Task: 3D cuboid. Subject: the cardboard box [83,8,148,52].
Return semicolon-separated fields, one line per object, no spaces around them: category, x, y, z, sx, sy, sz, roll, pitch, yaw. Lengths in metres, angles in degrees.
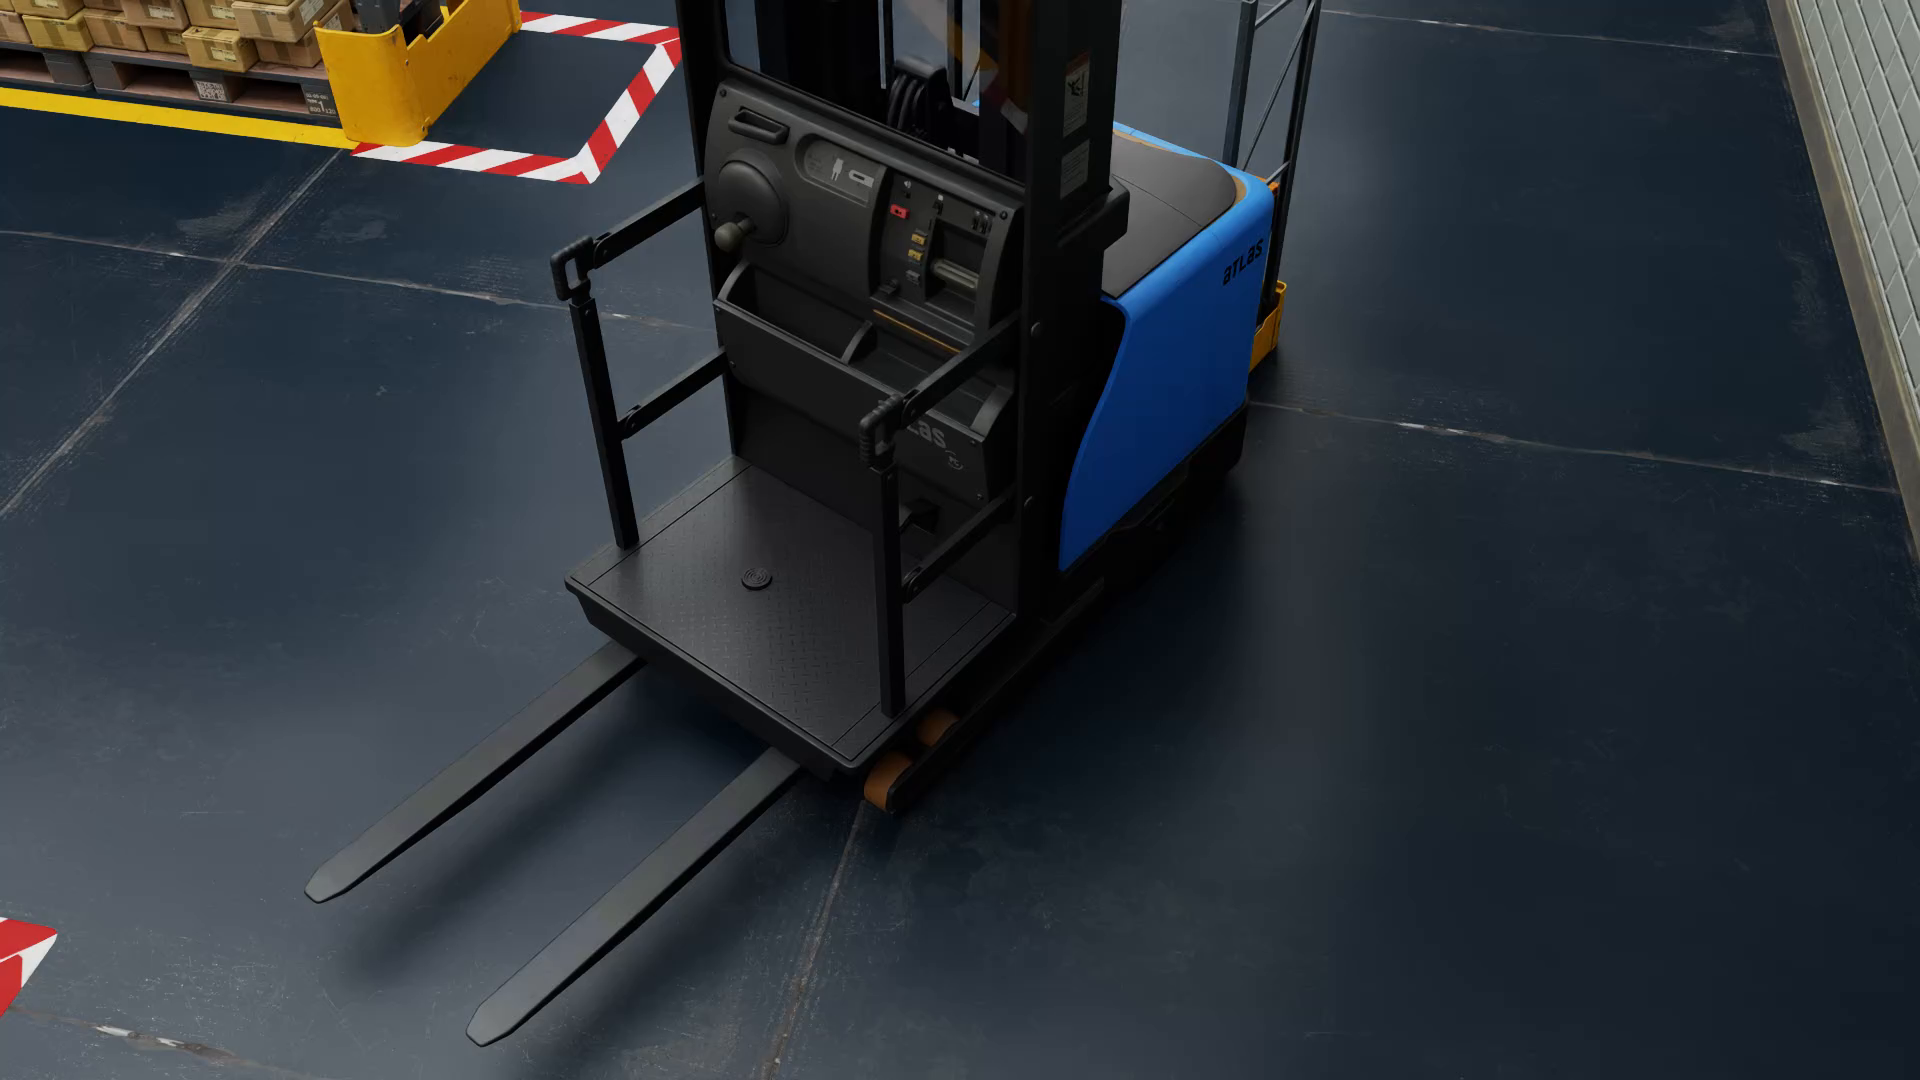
cardboard box;-3.559;-2.285;7.214;0.250;0.149;0.380;9;45;9

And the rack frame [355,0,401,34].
rack frame;-2.244;-3.125;6.334;0.127;3.000;1.000;9;45;9

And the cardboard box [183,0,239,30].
cardboard box;-3.065;-2.319;7.035;0.250;0.149;0.380;8;44;8

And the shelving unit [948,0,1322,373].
shelving unit;0.540;-1.306;5.525;1.083;1.500;0.587;26;50;25

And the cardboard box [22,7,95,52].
cardboard box;-3.822;-2.281;7.210;0.250;0.149;0.380;7;44;7

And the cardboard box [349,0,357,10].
cardboard box;-2.686;-2.545;7.484;0.250;0.149;0.380;10;45;10

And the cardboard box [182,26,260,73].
cardboard box;-3.077;-2.158;7.082;0.250;0.149;0.380;10;45;10

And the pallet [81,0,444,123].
pallet;-3.104;-2.279;7.465;1.213;0.211;1.003;9;45;9

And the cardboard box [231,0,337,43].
cardboard box;-2.822;-2.243;6.956;0.250;0.149;0.380;8;44;8

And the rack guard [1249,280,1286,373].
rack guard;0.946;-0.655;5.750;0.087;0.250;0.587;26;50;25

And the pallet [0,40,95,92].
pallet;-4.291;-2.465;7.659;1.213;0.211;1.003;9;45;9

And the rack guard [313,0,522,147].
rack guard;-2.319;-2.236;7.212;0.348;0.500;1.175;9;45;9

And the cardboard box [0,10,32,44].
cardboard box;-4.084;-2.336;7.267;0.250;0.149;0.380;10;45;10

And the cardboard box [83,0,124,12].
cardboard box;-3.569;-2.431;7.151;0.250;0.149;0.380;8;45;9

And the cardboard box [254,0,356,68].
cardboard box;-2.804;-2.188;7.113;0.250;0.149;0.380;10;45;10

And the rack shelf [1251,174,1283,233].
rack shelf;0.533;-1.180;5.654;1.000;0.185;0.538;26;50;25

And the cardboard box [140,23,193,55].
cardboard box;-3.316;-2.256;7.184;0.250;0.149;0.380;9;45;9

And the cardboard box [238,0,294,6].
cardboard box;-2.816;-2.372;6.875;0.250;0.149;0.380;9;45;10

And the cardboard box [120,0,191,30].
cardboard box;-3.329;-2.321;7.036;0.250;0.149;0.380;7;44;7

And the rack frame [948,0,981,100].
rack frame;0.119;-1.515;5.742;0.032;1.500;0.500;26;50;25

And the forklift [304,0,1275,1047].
forklift;-0.392;-0.717;3.882;1.130;2.935;3.031;29;51;27

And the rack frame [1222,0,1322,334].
rack frame;0.947;-1.105;5.316;0.032;1.500;0.500;26;50;25

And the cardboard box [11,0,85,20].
cardboard box;-3.837;-2.390;7.109;0.250;0.149;0.380;9;45;10

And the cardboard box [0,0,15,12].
cardboard box;-4.084;-2.442;7.162;0.250;0.149;0.380;11;45;11
